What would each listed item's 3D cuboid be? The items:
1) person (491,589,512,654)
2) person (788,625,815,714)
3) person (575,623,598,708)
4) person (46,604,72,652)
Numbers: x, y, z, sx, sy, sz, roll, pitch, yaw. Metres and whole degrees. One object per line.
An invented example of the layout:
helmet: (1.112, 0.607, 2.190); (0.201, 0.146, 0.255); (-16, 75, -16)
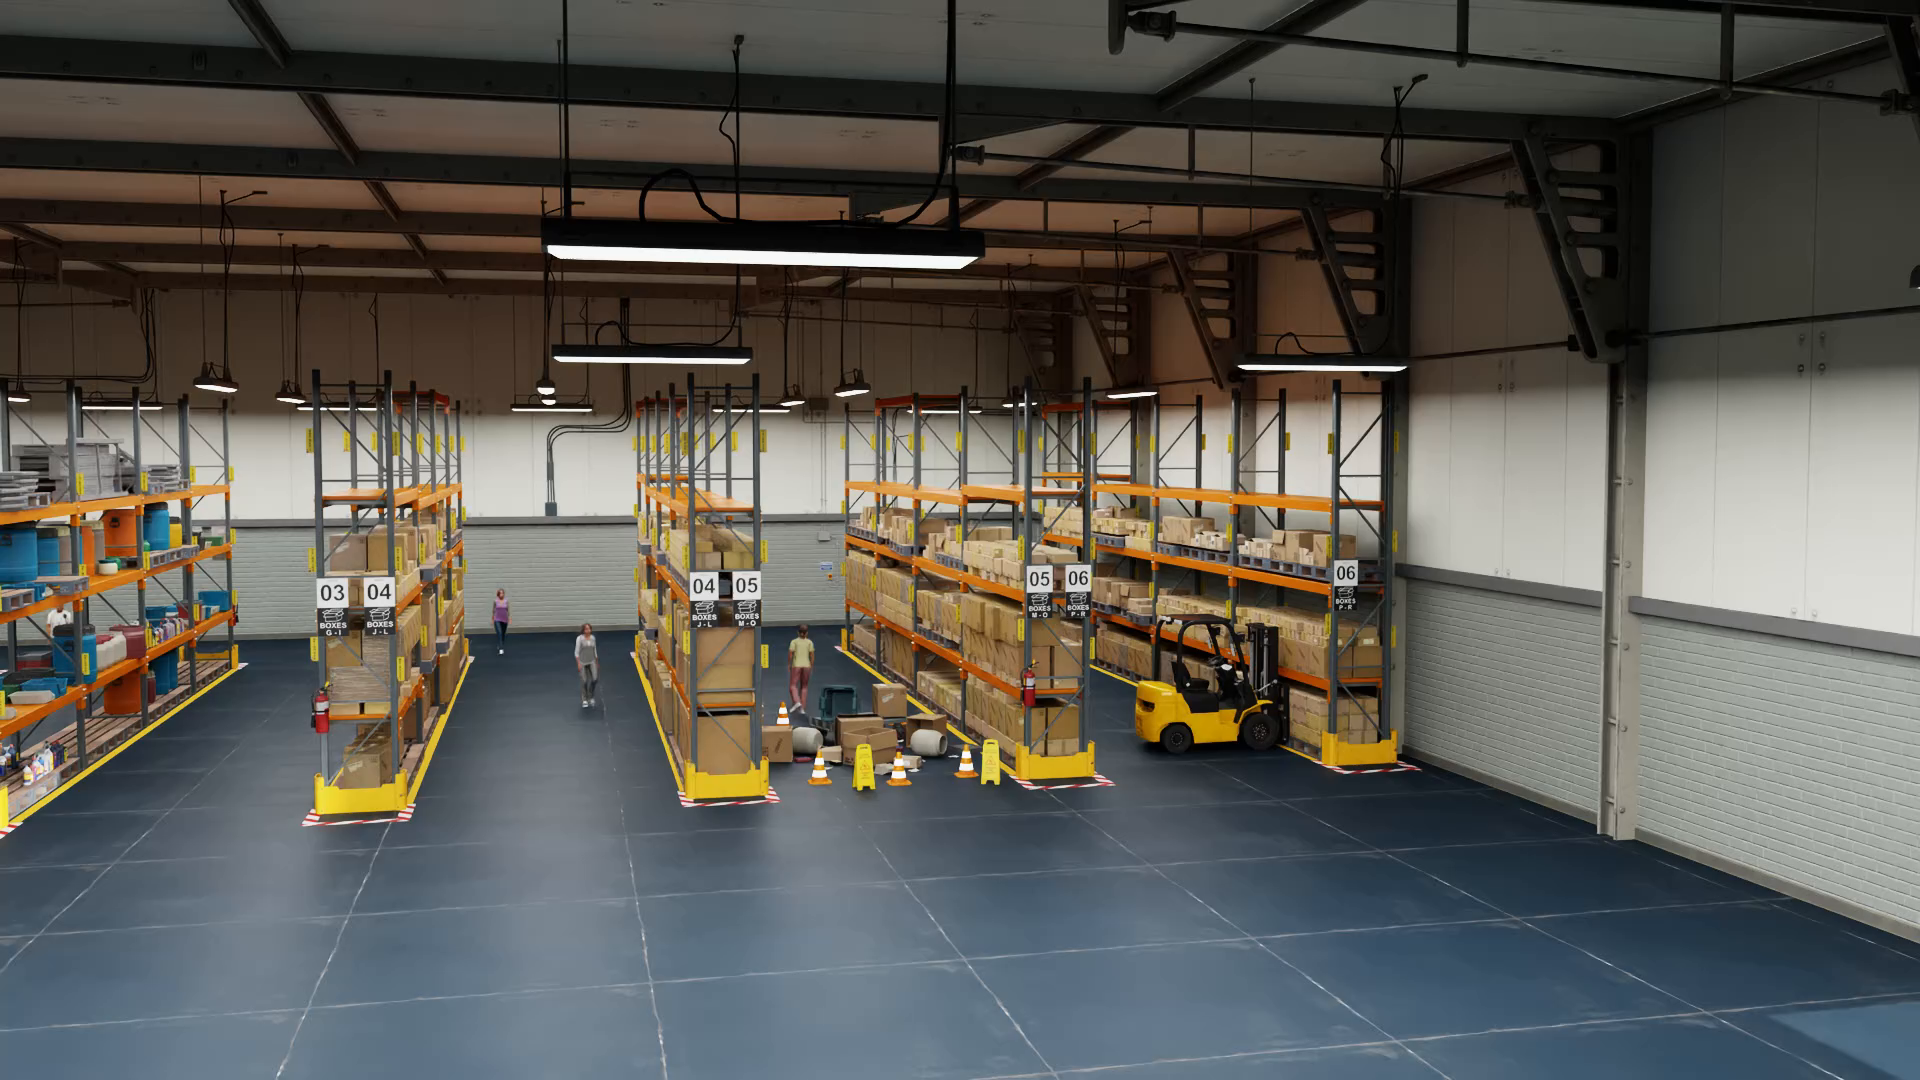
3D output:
person: (-10.950, 1.924, 39.733); (0.443, 1.532, 1.008); (-2, 4, -27)
person: (-2.925, 2.406, 30.791); (0.508, 1.646, 0.621); (-1, 3, -12)
person: (-7.078, 2.378, 31.516); (0.440, 1.614, 0.460); (-1, 3, -17)
person: (-19.595, 2.090, 36.203); (0.479, 1.603, 1.043); (-1, 3, -14)
